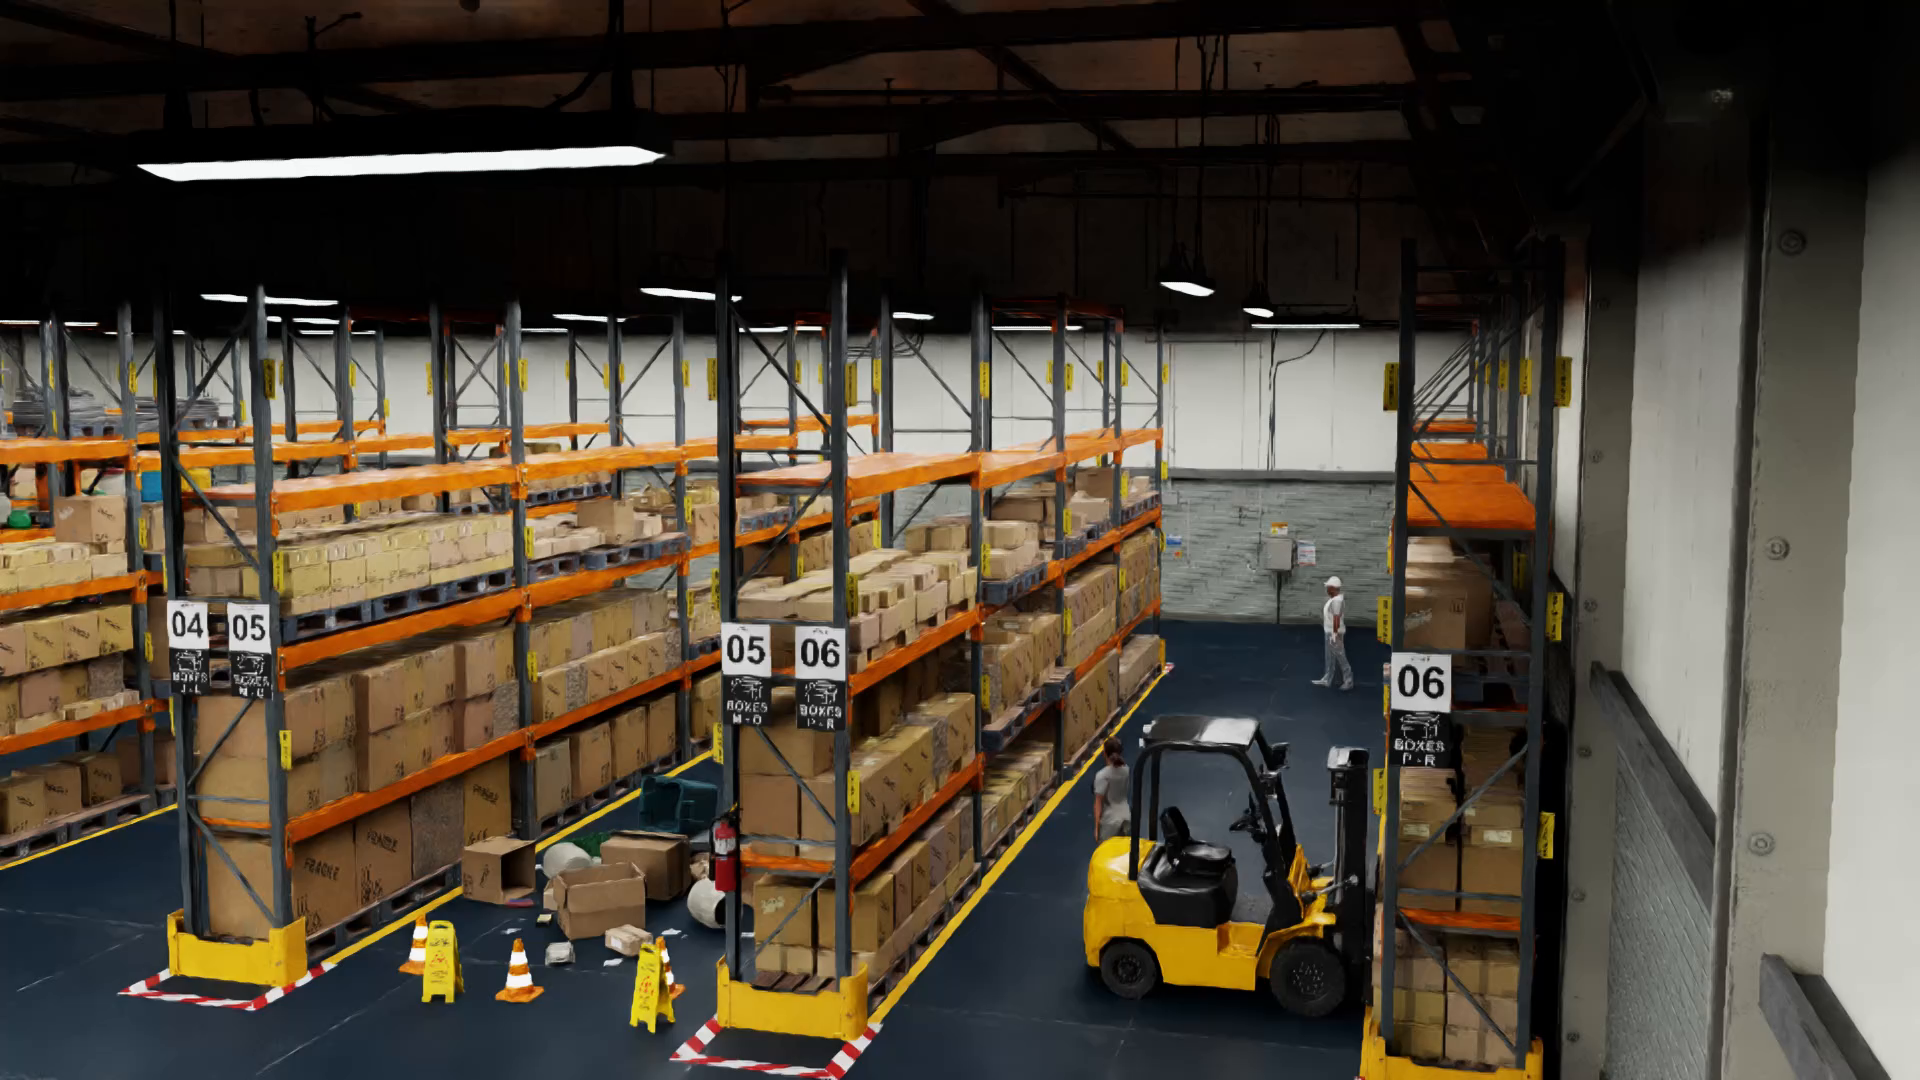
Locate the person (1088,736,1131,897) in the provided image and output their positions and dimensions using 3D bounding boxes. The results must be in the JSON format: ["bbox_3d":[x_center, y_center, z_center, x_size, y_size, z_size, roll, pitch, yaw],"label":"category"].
[{"bbox_3d":[1.418,2.672,15.663,0.487,1.667,0.397,-6,8,-44],"label":"person"}]

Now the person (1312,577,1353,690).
[{"bbox_3d":[5.976,1.473,26.604,0.629,1.787,0.786,1,6,8],"label":"person"}]
